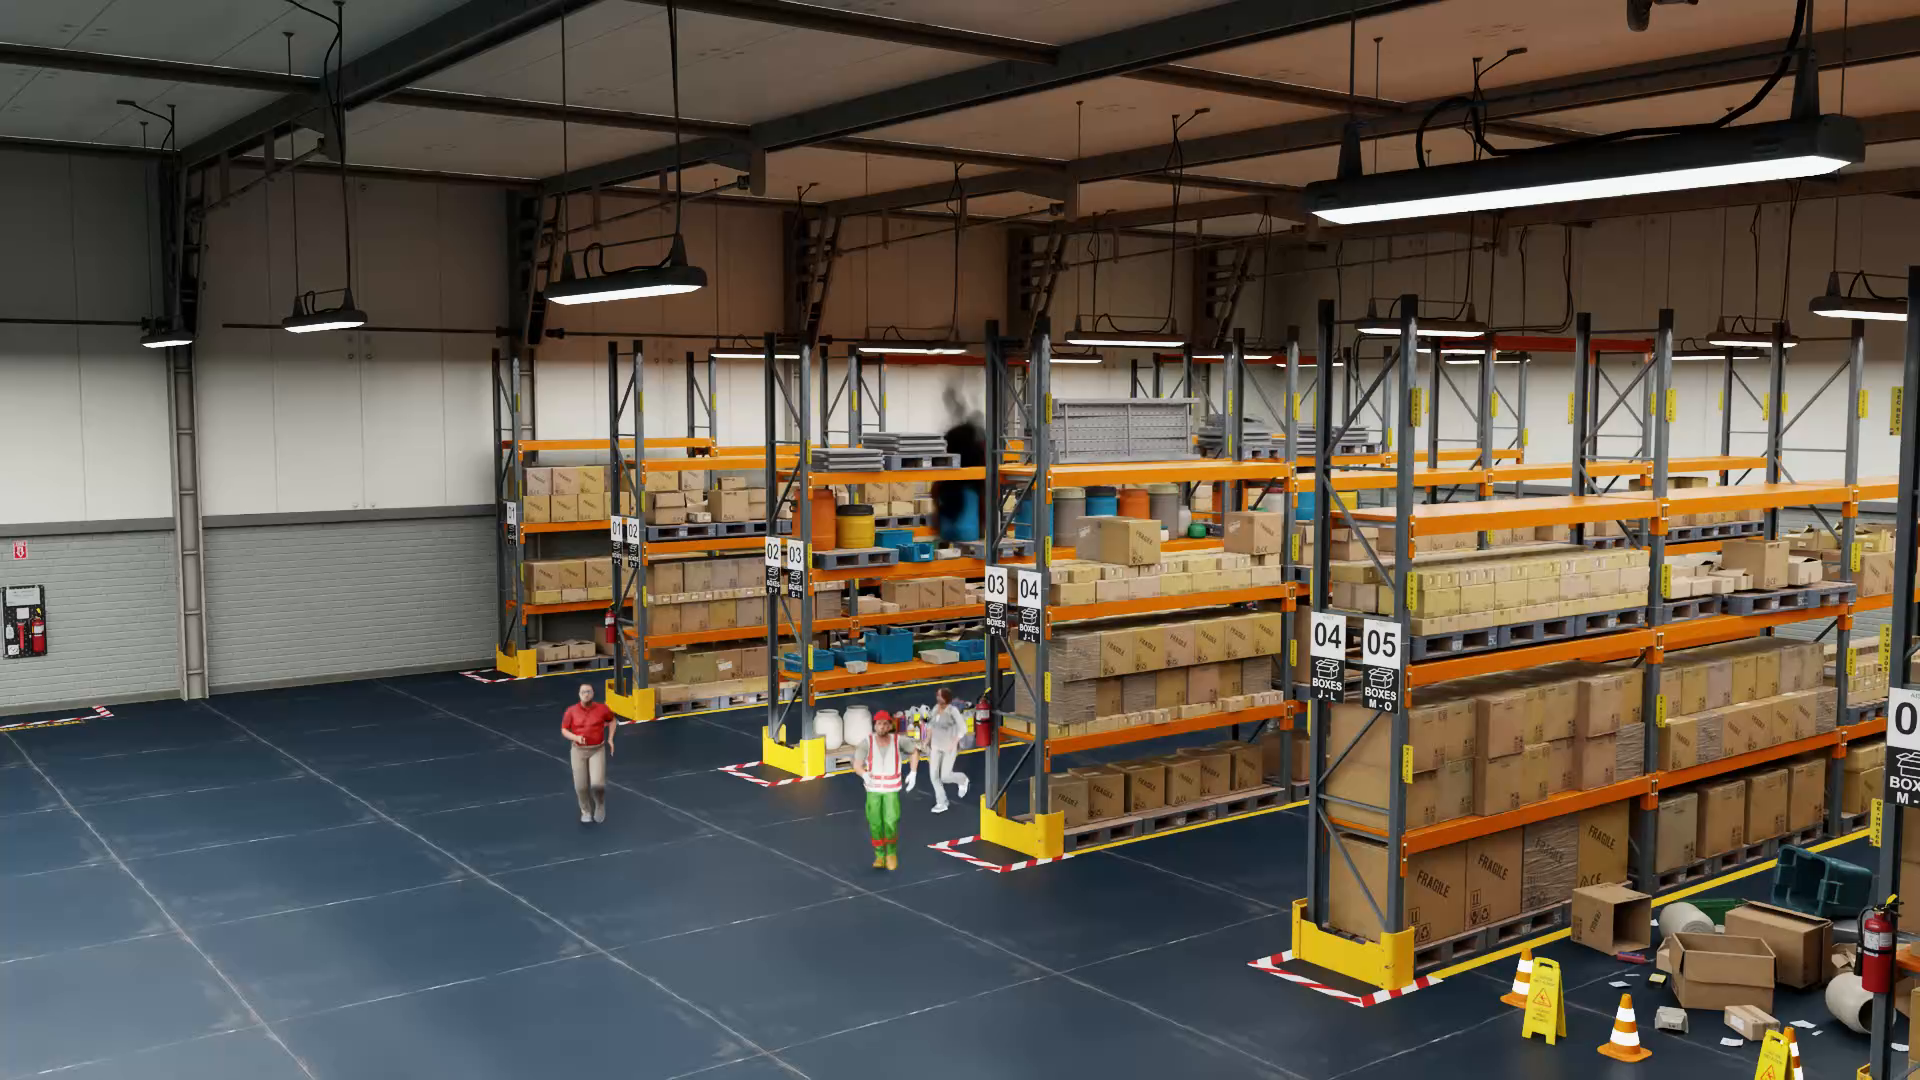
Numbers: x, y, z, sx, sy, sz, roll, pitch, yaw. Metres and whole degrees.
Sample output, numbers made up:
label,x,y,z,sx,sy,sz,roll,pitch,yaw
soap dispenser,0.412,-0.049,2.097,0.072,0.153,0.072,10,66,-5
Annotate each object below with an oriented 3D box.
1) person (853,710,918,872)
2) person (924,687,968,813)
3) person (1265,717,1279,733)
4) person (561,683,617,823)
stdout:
label,x,y,z,sx,sy,sz,roll,pitch,yaw
person,-0.805,2.718,17.903,0.692,1.782,0.680,0,5,2
person,-0.155,2.579,20.639,0.584,1.547,0.592,4,6,37
person,4.822,2.063,25.223,0.854,1.802,0.676,-5,7,-44
person,-4.437,2.601,19.884,0.646,1.626,0.655,-1,5,-9
